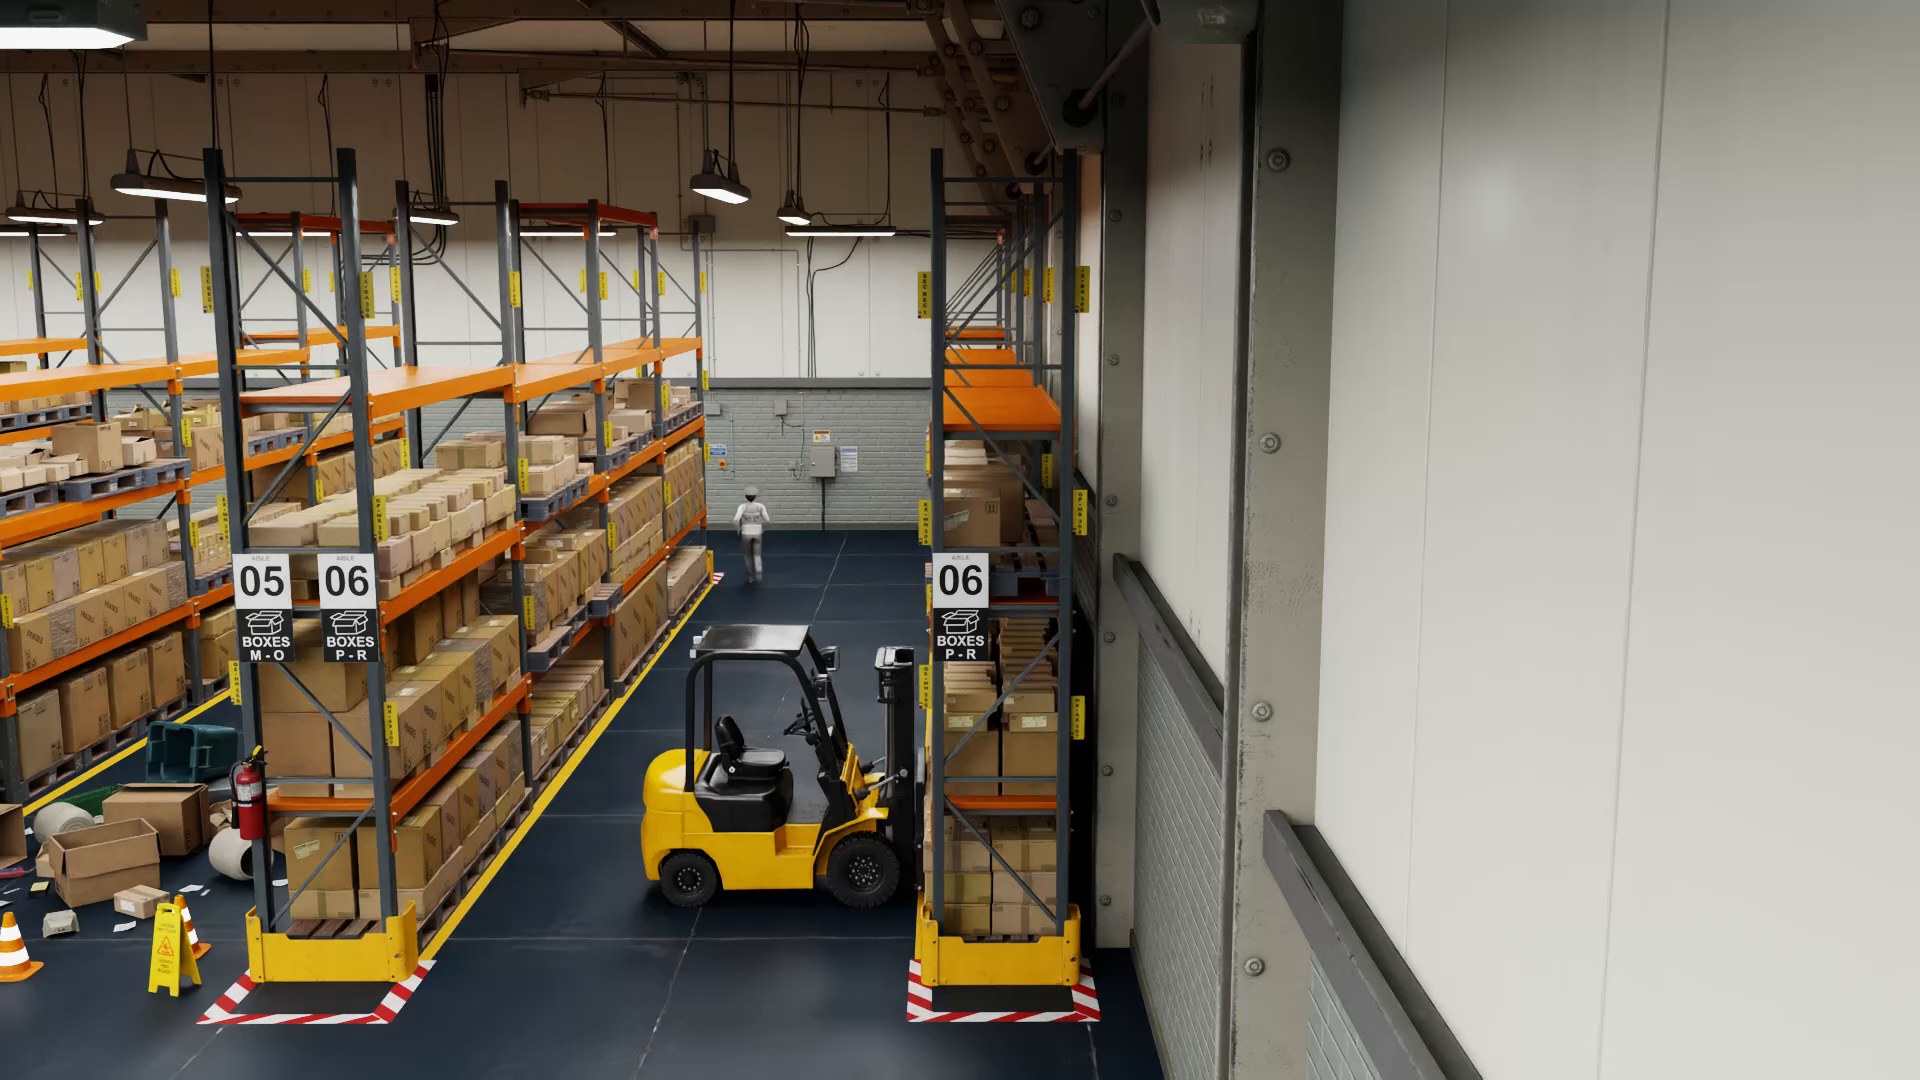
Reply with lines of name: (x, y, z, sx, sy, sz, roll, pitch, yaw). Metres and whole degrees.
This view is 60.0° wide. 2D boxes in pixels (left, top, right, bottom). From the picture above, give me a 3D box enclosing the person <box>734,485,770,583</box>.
person: (-3.458, -0.065, 27.580, 0.612, 1.682, 0.885, -2, 9, -13)
